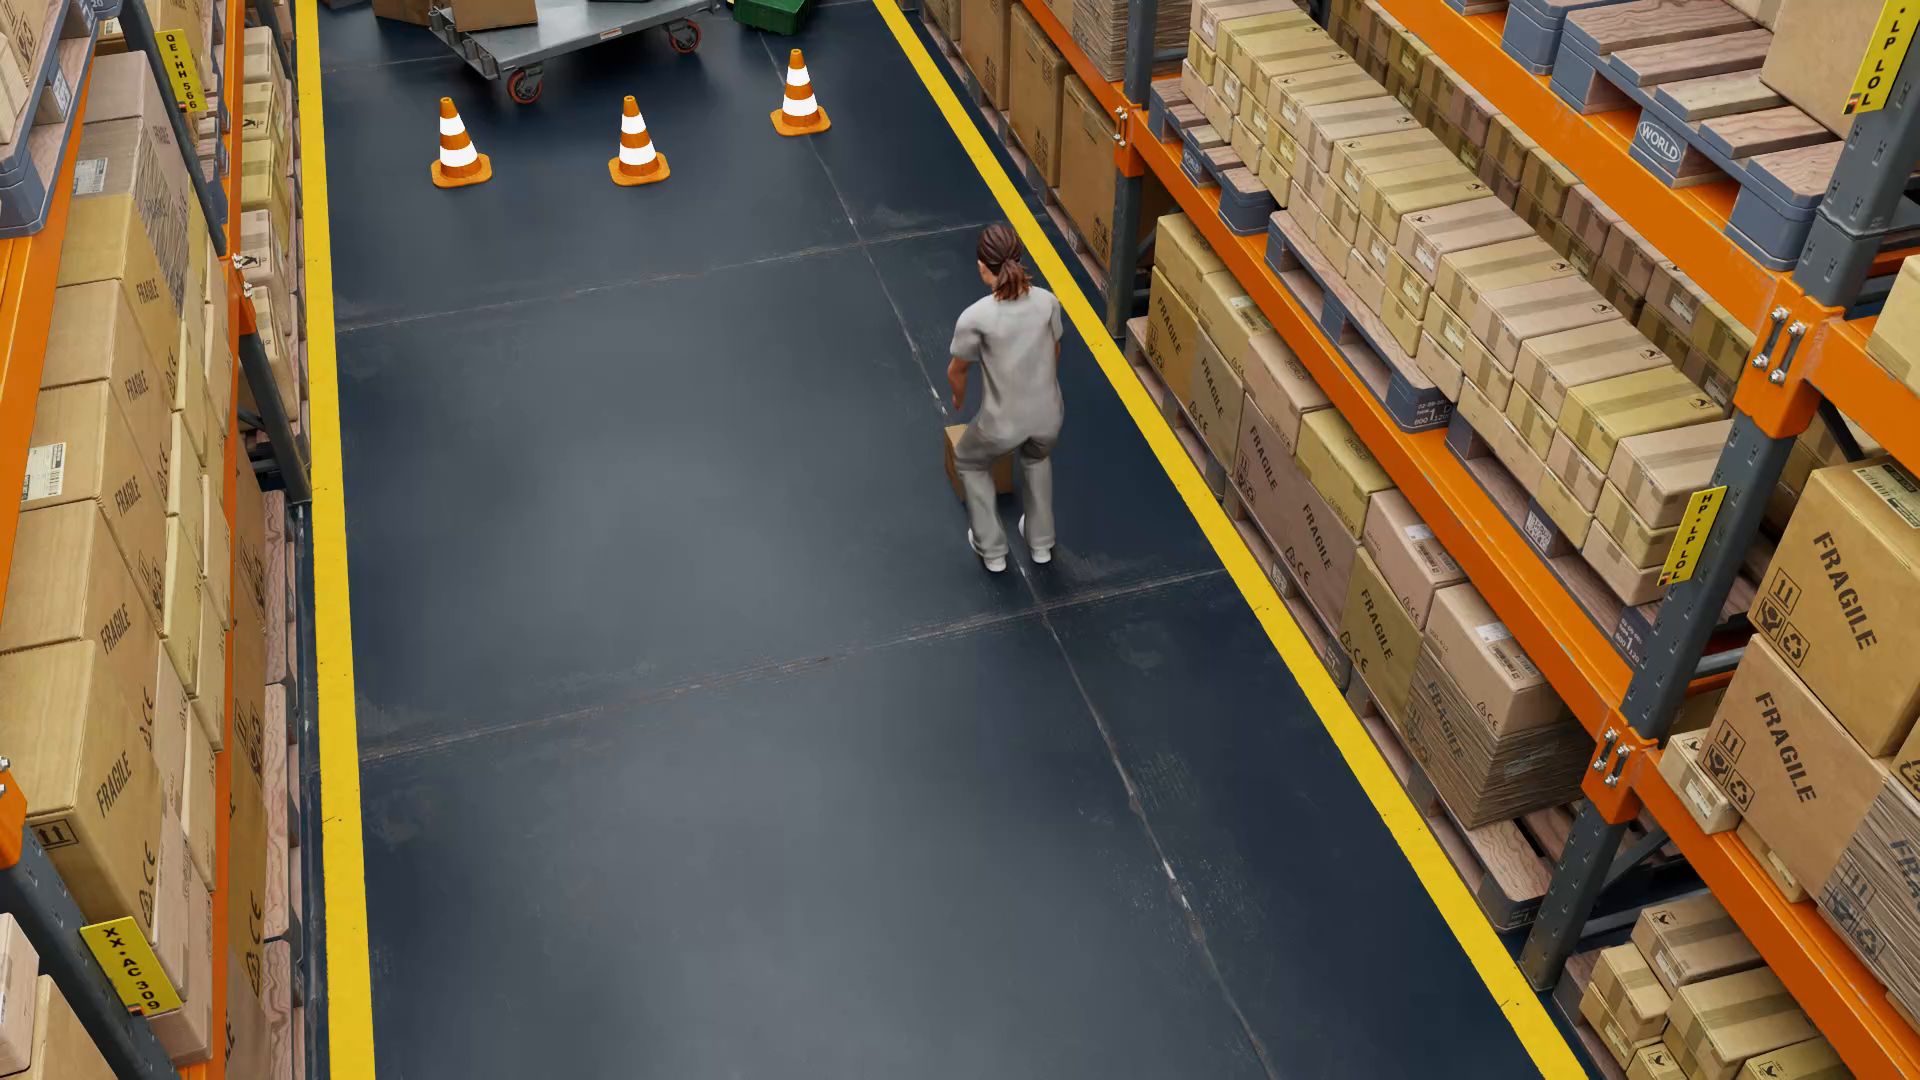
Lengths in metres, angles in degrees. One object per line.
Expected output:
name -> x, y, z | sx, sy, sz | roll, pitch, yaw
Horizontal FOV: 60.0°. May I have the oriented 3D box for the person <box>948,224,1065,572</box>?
person -> 0.189, -0.549, 6.858 | 0.478, 1.556, 0.489 | -11, 44, -12
